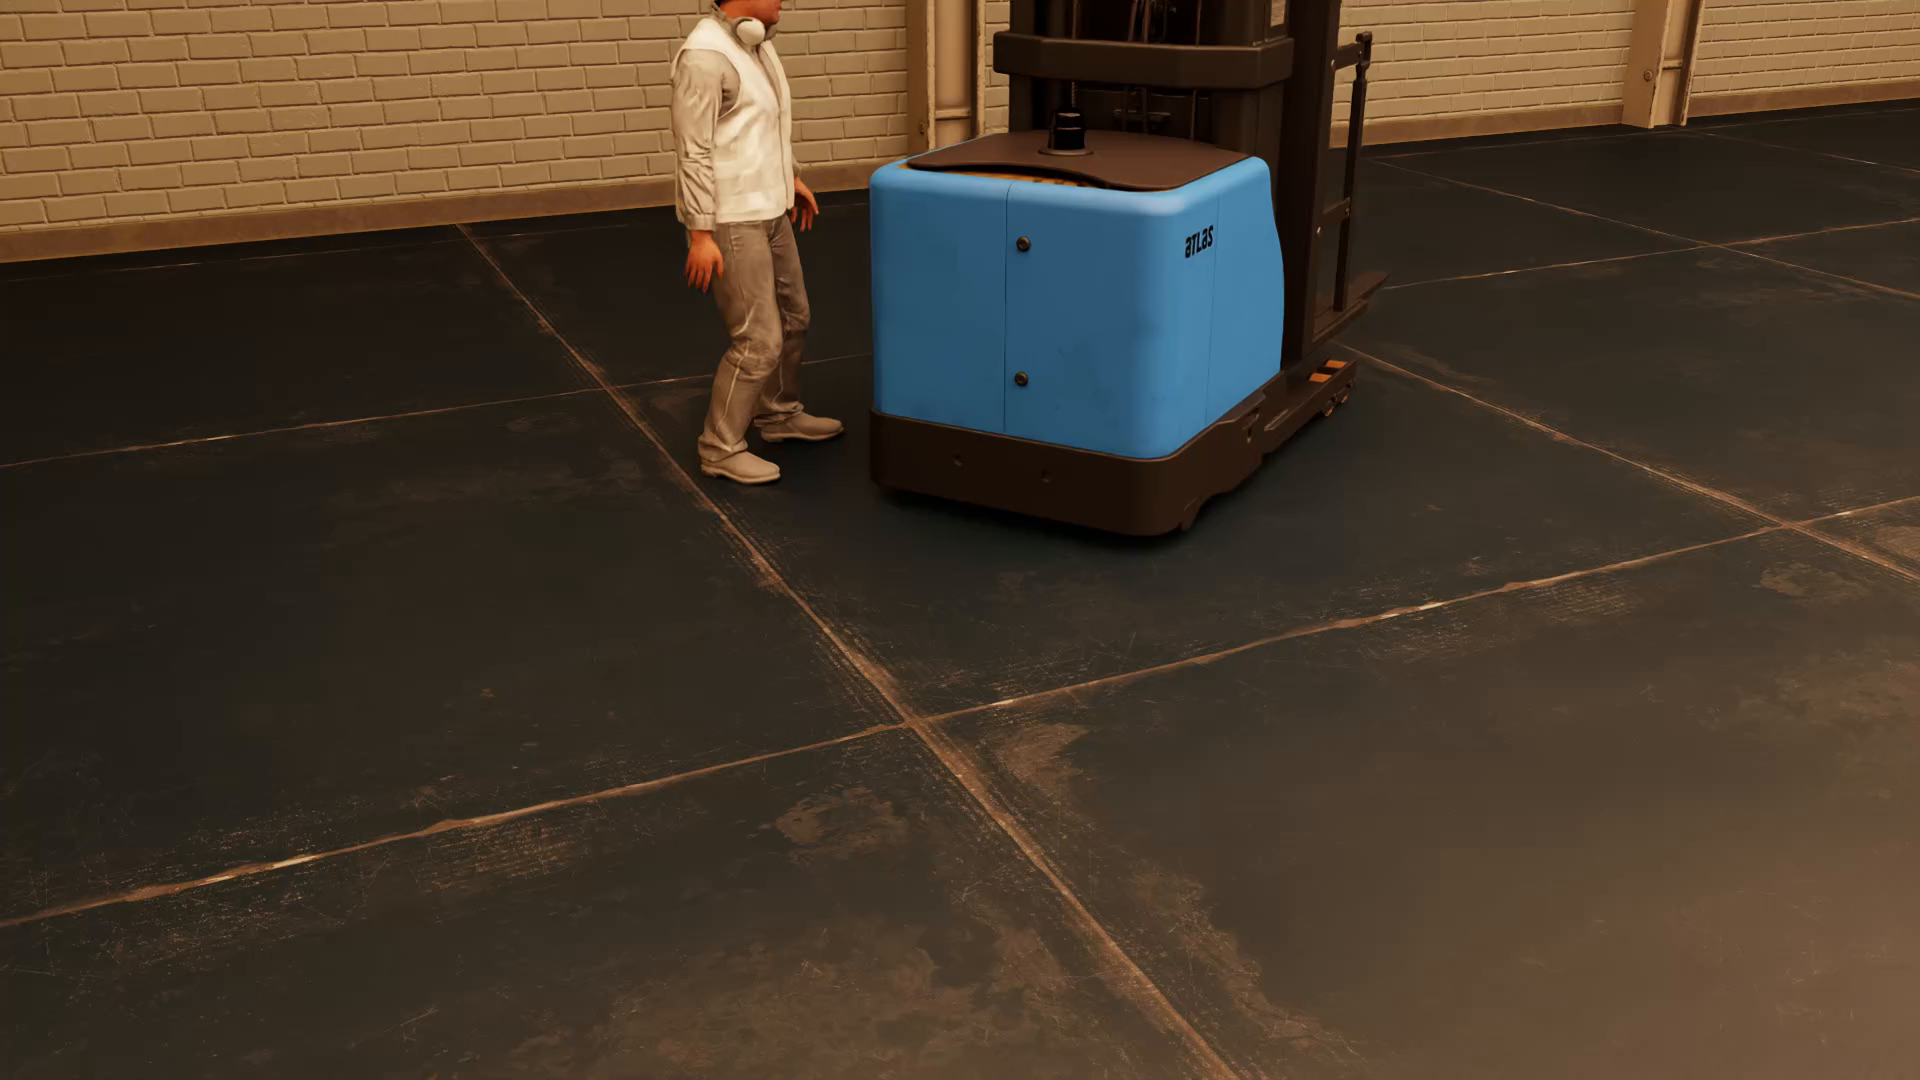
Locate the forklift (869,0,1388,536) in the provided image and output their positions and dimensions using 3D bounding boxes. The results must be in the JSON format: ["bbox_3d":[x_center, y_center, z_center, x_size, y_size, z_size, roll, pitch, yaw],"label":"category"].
[{"bbox_3d":[0.866,-1.887,5.829,1.130,2.935,3.031,12,25,27],"label":"forklift"}]

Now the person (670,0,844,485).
[{"bbox_3d":[-0.684,-1.068,5.399,0.421,1.748,0.764,4,23,10],"label":"person"}]
